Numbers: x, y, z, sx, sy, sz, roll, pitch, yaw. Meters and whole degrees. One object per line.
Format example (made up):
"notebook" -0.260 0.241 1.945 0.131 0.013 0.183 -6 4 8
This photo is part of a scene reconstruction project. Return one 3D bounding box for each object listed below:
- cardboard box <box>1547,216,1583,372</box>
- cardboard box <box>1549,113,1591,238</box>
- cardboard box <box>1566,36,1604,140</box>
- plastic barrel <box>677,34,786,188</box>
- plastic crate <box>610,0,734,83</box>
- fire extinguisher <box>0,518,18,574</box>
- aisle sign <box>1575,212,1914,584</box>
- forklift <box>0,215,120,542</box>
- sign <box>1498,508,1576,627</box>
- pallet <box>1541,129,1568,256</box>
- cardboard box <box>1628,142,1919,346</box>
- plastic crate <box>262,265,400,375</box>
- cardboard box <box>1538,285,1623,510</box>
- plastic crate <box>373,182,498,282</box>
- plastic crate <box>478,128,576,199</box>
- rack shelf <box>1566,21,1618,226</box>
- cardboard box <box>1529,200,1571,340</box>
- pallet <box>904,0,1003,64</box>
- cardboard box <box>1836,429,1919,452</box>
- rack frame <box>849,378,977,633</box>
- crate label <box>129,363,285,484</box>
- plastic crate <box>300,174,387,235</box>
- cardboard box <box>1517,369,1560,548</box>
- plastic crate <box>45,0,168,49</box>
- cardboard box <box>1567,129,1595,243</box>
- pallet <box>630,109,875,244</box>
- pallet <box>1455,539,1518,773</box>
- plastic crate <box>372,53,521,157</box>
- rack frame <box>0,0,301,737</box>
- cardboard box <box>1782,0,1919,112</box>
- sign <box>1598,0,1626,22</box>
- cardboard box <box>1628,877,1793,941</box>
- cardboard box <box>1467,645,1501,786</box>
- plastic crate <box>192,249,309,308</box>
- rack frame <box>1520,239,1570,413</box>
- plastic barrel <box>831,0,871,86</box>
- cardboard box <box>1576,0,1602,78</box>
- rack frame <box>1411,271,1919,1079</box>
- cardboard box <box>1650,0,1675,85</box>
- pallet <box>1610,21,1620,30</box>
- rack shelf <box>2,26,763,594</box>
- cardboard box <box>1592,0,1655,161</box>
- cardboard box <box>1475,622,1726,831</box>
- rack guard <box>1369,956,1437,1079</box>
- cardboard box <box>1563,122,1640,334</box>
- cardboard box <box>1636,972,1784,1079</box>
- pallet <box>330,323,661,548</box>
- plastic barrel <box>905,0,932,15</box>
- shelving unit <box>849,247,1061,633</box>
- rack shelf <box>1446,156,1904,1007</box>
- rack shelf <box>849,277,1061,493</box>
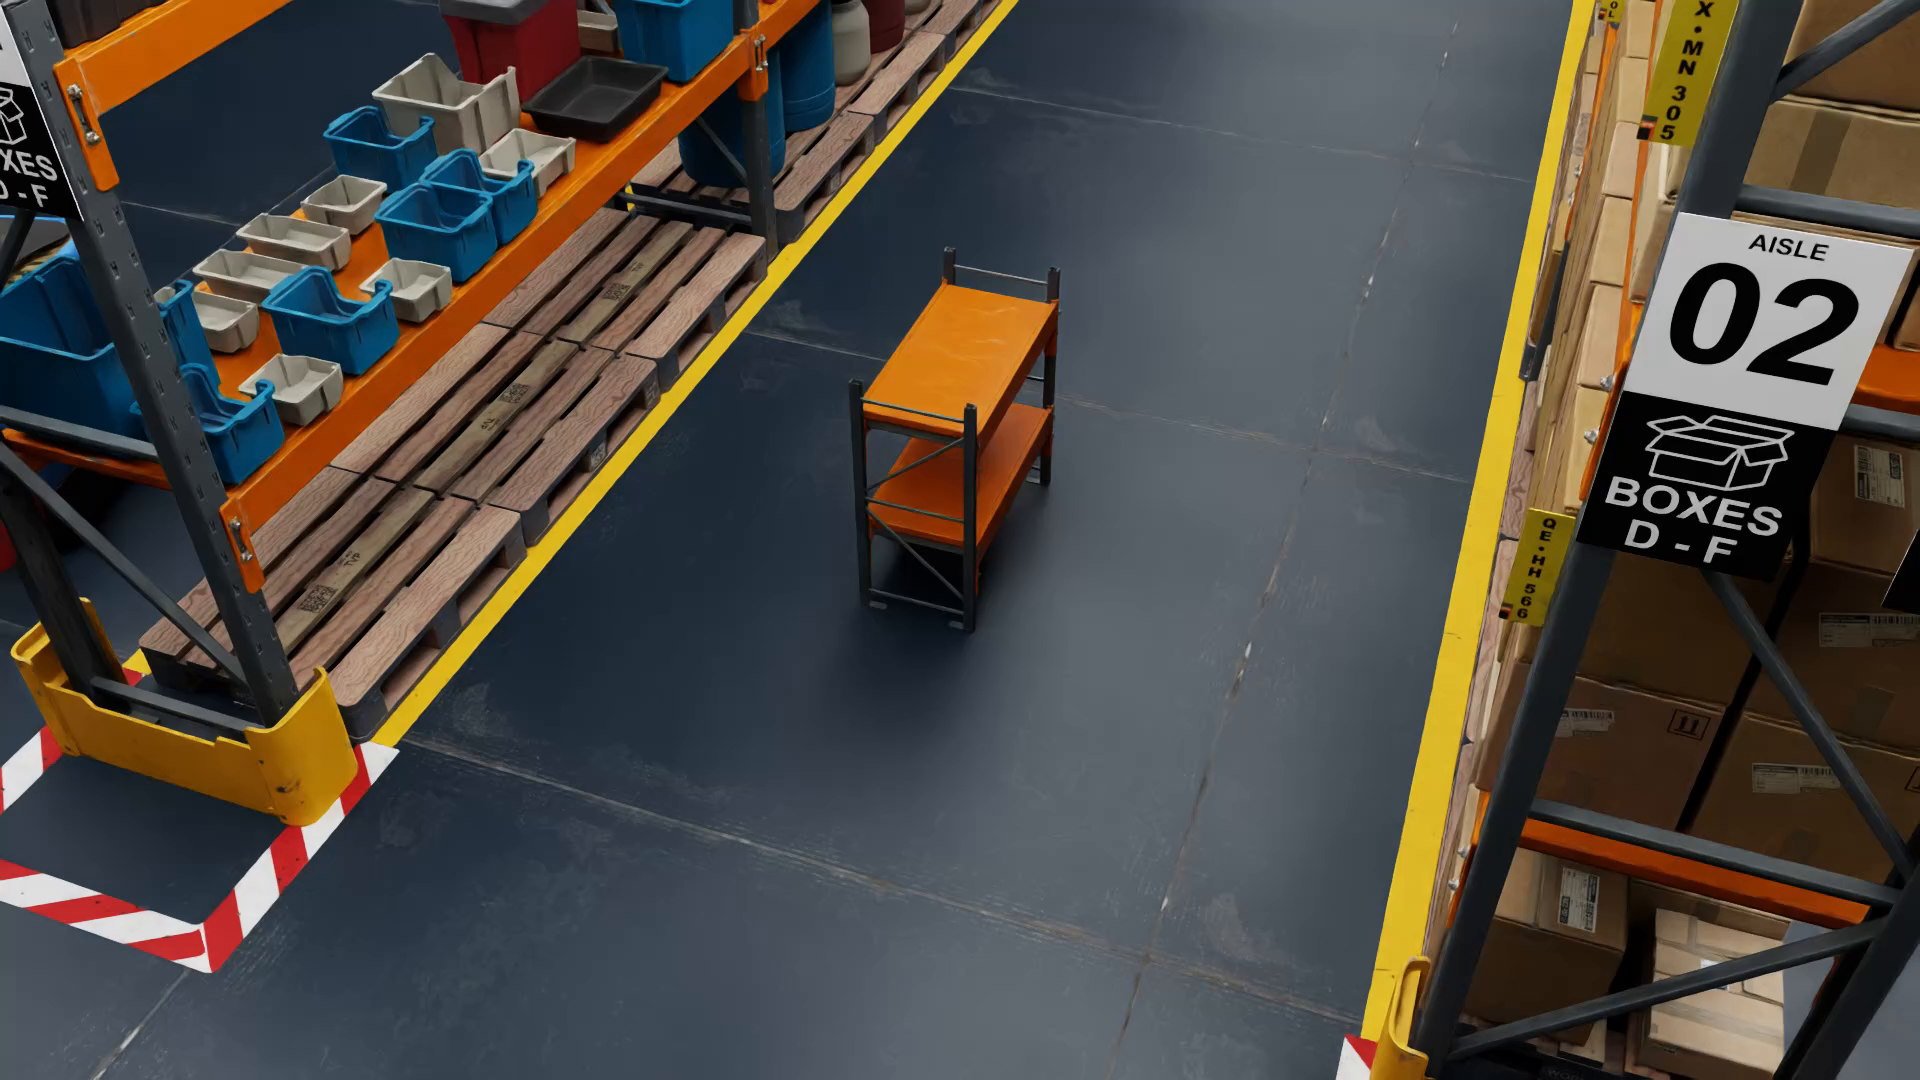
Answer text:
"cardboard box" 2.398 -0.848 5.856 0.500 0.500 0.500 13 42 15
"cardboard box" 3.421 -1.864 8.711 0.500 0.500 0.500 14 42 16
"cardboard box" 3.767 -2.495 9.450 0.500 0.500 0.500 13 42 15
"plastic barrel" -1.278 -2.469 9.126 0.600 0.901 0.708 13 42 15
"plastic crate" -1.319 -2.436 7.760 0.392 0.384 0.575 13 42 15
"fire extinguisher" -3.327 -0.178 5.494 0.296 0.674 0.183 13 42 15
"aisle sign" 1.494 -0.254 3.233 0.394 0.787 0.004 13 42 15
"forklift" -5.267 -1.485 6.732 3.031 2.935 1.130 4 41 5
"sign" 1.291 0.066 3.727 0.100 0.325 0.005 13 42 15
"pallet" 3.831 -1.868 9.277 1.003 0.211 1.213 13 42 15
"cardboard box" 1.733 -0.694 3.557 0.500 0.250 0.500 13 42 15
"plastic crate" -2.229 -0.778 5.934 0.416 0.233 0.300 13 42 15
"cardboard box" 1.871 -0.298 4.440 0.500 0.500 0.500 14 43 16
"plastic crate" -2.004 -1.180 6.404 0.416 0.233 0.300 13 42 15
"plastic crate" -1.793 -1.573 6.940 0.293 0.136 0.466 13 42 15
"rack shelf" 3.857 -2.624 8.569 1.077 0.370 4.000 13 42 15
"cardboard box" 3.073 -1.259 8.002 0.500 0.500 0.500 13 42 15
"pallet" -0.343 -3.668 11.387 1.003 0.211 1.213 13 42 15
"cardboard box" 2.377 -0.189 4.314 0.500 0.500 0.500 14 42 16
"rack frame" -0.176 -0.114 6.517 0.500 1.125 0.032 13 42 15
"crate label" -2.454 -0.377 5.463 0.416 0.233 0.303 13 42 15
"plastic crate" -2.471 -1.334 6.659 0.298 0.136 0.250 13 42 15
"cardboard box" 2.053 -0.230 5.132 0.500 0.500 0.500 14 42 15
"plastic crate" -2.454 -1.604 4.609 0.497 0.269 0.590 13 42 15
"cardboard box" 2.743 -1.466 6.580 0.500 0.500 0.500 14 43 16
"pallet" -1.177 -2.180 9.643 1.003 0.211 1.213 13 42 15
"pallet" 2.522 0.548 6.445 1.003 0.211 1.213 13 42 15
"plastic crate" -2.175 -1.867 7.172 0.437 0.282 0.530 13 42 15
"rack frame" -2.848 -0.340 5.337 1.000 3.000 0.127 13 42 15
"cardboard box" 1.966 -1.115 3.087 0.700 0.500 0.500 13 42 15
"sign" 2.650 -2.240 6.672 0.100 0.325 0.005 13 42 15
"cardboard box" 2.429 1.067 5.468 0.500 0.250 0.500 13 42 15
"cardboard box" 2.113 0.681 5.920 0.500 0.250 0.500 13 42 15
"plastic crate" -2.627 -0.974 6.237 0.396 0.136 0.243 13 42 15
"rack frame" 3.173 -1.678 6.906 1.000 3.000 0.127 13 42 15
"plastic barrel" -0.759 -3.078 10.139 0.421 0.512 0.421 0 40 0
"cardboard box" 4.117 -3.120 10.183 0.500 0.500 0.500 15 43 17
"rack frame" 1.805 0.762 4.046 1.000 3.000 0.127 13 42 15
"cardboard box" 2.073 -1.305 4.273 0.500 0.250 0.500 13 42 15
"pallet" 3.880 -2.858 8.436 1.003 0.211 1.213 13 42 15
"rack shelf" -2.164 -1.286 7.001 1.077 0.370 4.000 13 42 15
"cardboard box" 2.572 -1.557 5.916 0.500 0.500 0.500 12 42 14
"cardboard box" 1.703 0.390 4.405 0.500 0.500 0.500 15 43 16
"rack guard" 1.831 1.666 4.912 1.175 0.500 0.348 13 42 15
"cardboard box" 2.220 -0.928 5.179 0.500 0.500 0.500 15 43 16
"cardboard box" 2.272 1.500 5.039 0.380 0.149 0.250 13 42 15
"pallet" -2.111 -0.515 7.691 1.003 0.211 1.213 13 42 15
"plastic barrel" -0.373 -3.766 10.947 0.421 0.512 0.421 0 40 0
"shelving unit" -0.002 -0.424 6.880 0.538 1.125 1.048 13 42 15
"rack shelf" 2.489 -0.185 5.709 1.077 0.370 4.000 13 42 15
"rack shelf" -0.002 -0.646 6.690 0.538 0.278 1.000 13 42 15
